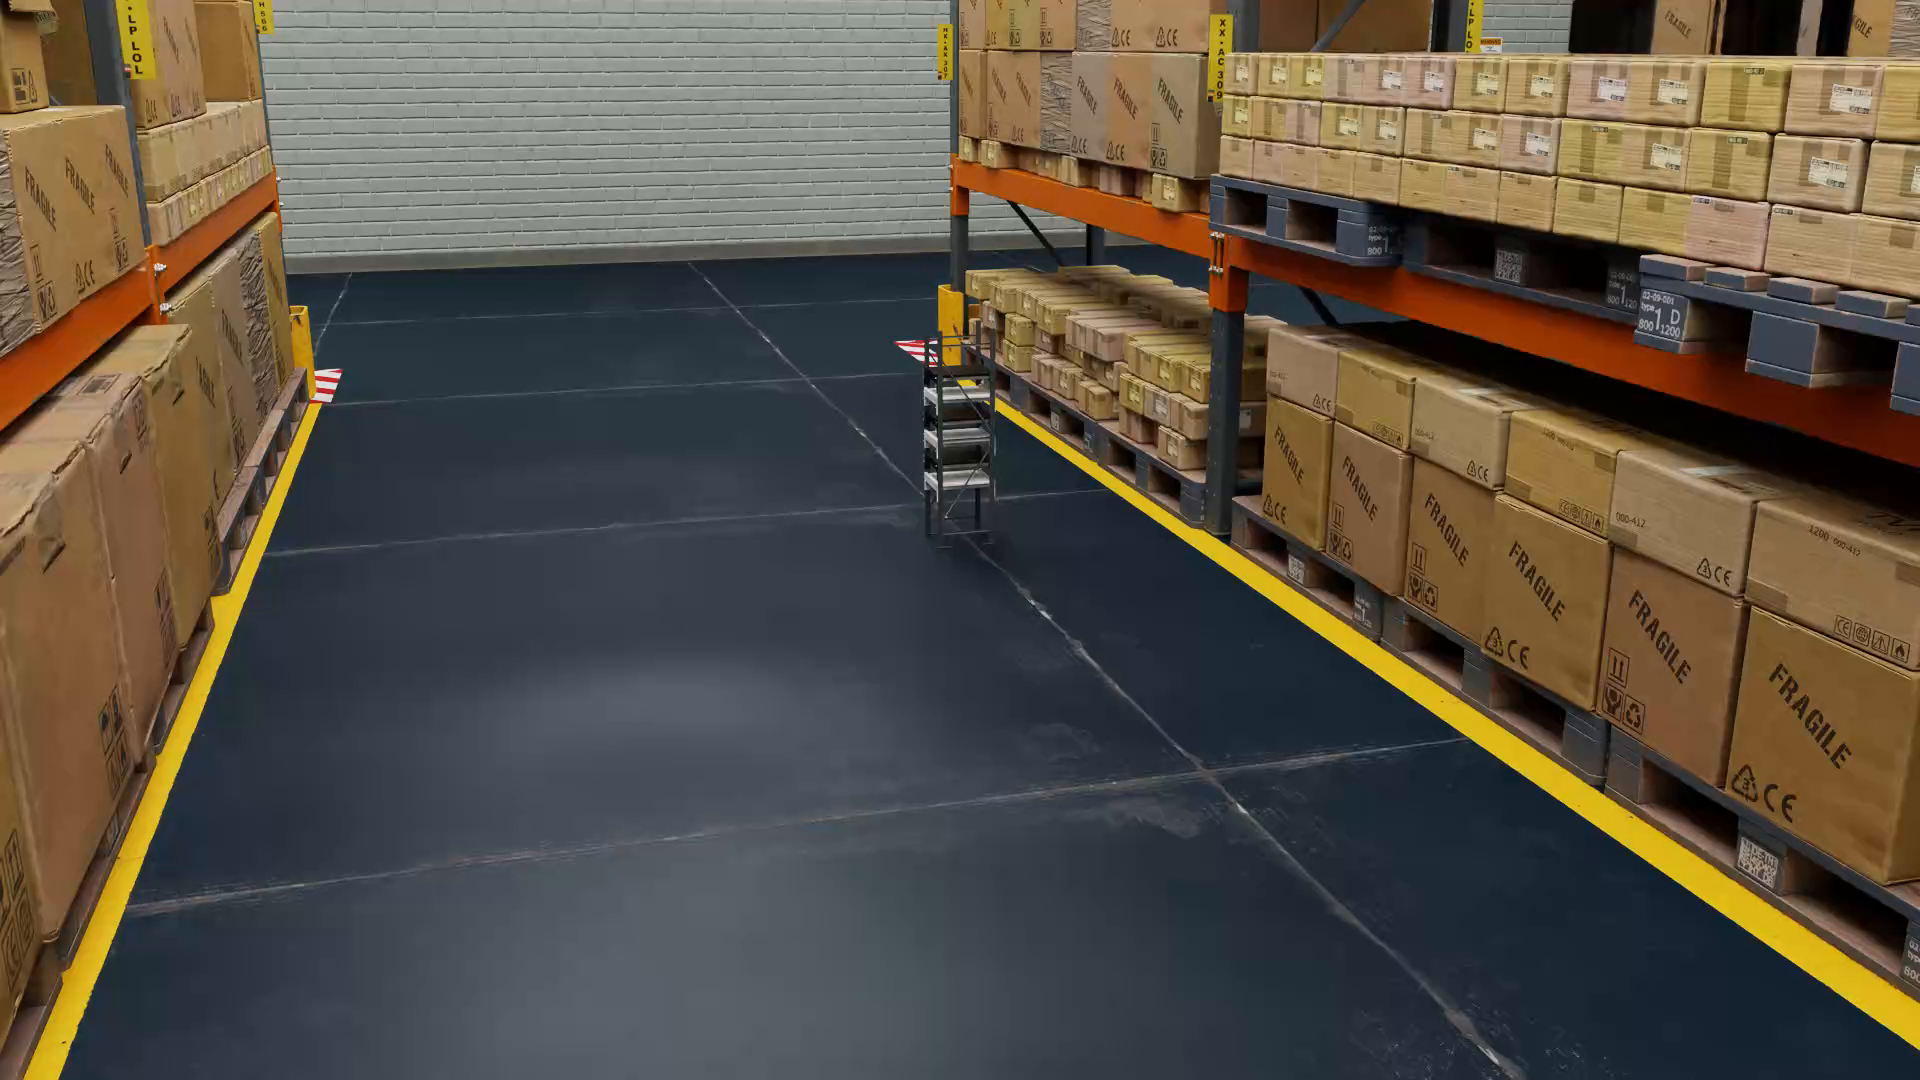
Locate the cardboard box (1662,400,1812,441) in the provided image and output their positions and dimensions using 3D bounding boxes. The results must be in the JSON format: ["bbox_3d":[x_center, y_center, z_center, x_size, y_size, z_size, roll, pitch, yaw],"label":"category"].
[{"bbox_3d":[2.413,-0.246,4.870,0.500,0.250,0.500,-5,17,-15],"label":"cardboard box"}]

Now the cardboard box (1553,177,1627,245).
[{"bbox_3d":[1.777,-0.860,4.306,0.380,0.149,0.250,-5,18,-18],"label":"cardboard box"}]

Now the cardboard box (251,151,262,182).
[{"bbox_3d":[-3.807,-1.909,8.531,0.380,0.149,0.250,-5,17,-15],"label":"cardboard box"}]

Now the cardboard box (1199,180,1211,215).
[{"bbox_3d":[1.230,-1.442,6.975,0.380,0.149,0.250,-5,17,-16],"label":"cardboard box"}]

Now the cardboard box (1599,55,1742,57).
[{"bbox_3d":[2.189,-1.411,5.109,0.380,0.149,0.250,-6,18,-18],"label":"cardboard box"}]

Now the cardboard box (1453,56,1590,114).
[{"bbox_3d":[1.634,-1.290,4.706,0.380,0.149,0.250,-4,17,-14],"label":"cardboard box"}]

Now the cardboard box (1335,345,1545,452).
[{"bbox_3d":[1.631,-0.492,5.689,0.500,0.250,0.500,-4,17,-14],"label":"cardboard box"}]

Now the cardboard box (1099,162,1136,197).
[{"bbox_3d":[0.888,-1.729,7.931,0.380,0.149,0.250,-5,18,-18],"label":"cardboard box"}]

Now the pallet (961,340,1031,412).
[{"bbox_3d":[0.645,-1.024,9.994,1.003,0.211,1.213,-5,17,-15],"label":"pallet"}]

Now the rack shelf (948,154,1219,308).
[{"bbox_3d":[0.984,-1.710,8.682,1.077,0.370,4.000,-5,17,-15],"label":"rack shelf"}]

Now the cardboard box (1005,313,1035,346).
[{"bbox_3d":[0.471,-1.201,9.443,0.380,0.149,0.250,-4,17,-14],"label":"cardboard box"}]

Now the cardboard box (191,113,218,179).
[{"bbox_3d":[-3.420,-1.640,6.940,0.500,0.250,0.500,-4,17,-14],"label":"cardboard box"}]

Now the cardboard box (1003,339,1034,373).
[{"bbox_3d":[0.461,-1.060,9.493,0.380,0.149,0.250,-4,17,-15],"label":"cardboard box"}]

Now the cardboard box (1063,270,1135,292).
[{"bbox_3d":[0.837,-1.528,10.017,0.380,0.149,0.250,-4,17,-14],"label":"cardboard box"}]

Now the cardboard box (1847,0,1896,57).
[{"bbox_3d":[5.460,-2.977,9.736,0.500,0.500,0.500,-5,17,-15],"label":"cardboard box"}]

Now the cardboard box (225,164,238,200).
[{"bbox_3d":[-3.528,-1.628,7.595,0.380,0.149,0.250,-4,17,-14],"label":"cardboard box"}]

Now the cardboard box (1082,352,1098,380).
[{"bbox_3d":[0.847,-0.910,8.477,0.380,0.149,0.250,-6,18,-18],"label":"cardboard box"}]

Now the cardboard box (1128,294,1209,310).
[{"bbox_3d":[1.134,-1.239,9.053,0.380,0.149,0.250,-5,18,-17],"label":"cardboard box"}]

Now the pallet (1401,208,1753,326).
[{"bbox_3d":[2.050,-0.848,4.893,1.003,0.211,1.213,-5,17,-15],"label":"pallet"}]

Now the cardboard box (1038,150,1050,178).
[{"bbox_3d":[0.635,-2.018,8.893,0.380,0.149,0.250,-5,17,-16],"label":"cardboard box"}]

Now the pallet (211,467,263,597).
[{"bbox_3d":[-3.397,-0.018,6.647,1.003,0.211,1.213,-5,17,-15],"label":"pallet"}]

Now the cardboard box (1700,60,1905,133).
[{"bbox_3d":[1.919,-1.002,3.748,0.380,0.149,0.250,-4,17,-14],"label":"cardboard box"}]

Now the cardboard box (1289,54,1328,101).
[{"bbox_3d":[1.350,-1.574,5.652,0.380,0.149,0.250,-5,17,-15],"label":"cardboard box"}]

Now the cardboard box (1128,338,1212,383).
[{"bbox_3d":[1.002,-0.836,7.713,0.380,0.149,0.250,-5,17,-16],"label":"cardboard box"}]

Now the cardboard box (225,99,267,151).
[{"bbox_3d":[-3.974,-2.201,8.810,0.500,0.250,0.500,-5,17,-16],"label":"cardboard box"}]

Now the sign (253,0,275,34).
[{"bbox_3d":[-3.837,-2.951,9.137,0.100,0.325,0.005,-5,17,-15],"label":"sign"}]

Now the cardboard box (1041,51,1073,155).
[{"bbox_3d":[0.732,-2.229,8.469,0.500,0.500,0.500,-5,17,-17],"label":"cardboard box"}]

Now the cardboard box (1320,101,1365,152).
[{"bbox_3d":[1.416,-1.365,5.471,0.380,0.149,0.250,-5,18,-18],"label":"cardboard box"}]

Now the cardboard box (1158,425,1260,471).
[{"bbox_3d":[1.098,-0.419,7.358,0.380,0.149,0.250,-4,17,-15],"label":"cardboard box"}]

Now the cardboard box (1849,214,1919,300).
[{"bbox_3d":[2.055,-0.576,3.363,0.380,0.149,0.250,-4,17,-14],"label":"cardboard box"}]

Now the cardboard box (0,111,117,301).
[{"bbox_3d":[-2.743,-0.940,4.694,0.500,0.500,0.500,-4,17,-14],"label":"cardboard box"}]

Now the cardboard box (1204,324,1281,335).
[{"bbox_3d":[1.409,-0.951,8.096,0.380,0.149,0.250,-5,17,-17],"label":"cardboard box"}]

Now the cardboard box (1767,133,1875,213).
[{"bbox_3d":[1.984,-0.793,3.567,0.380,0.149,0.250,-4,17,-13],"label":"cardboard box"}]

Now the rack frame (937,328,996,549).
[{"bbox_3d":[0.026,-0.405,6.736,0.240,0.900,0.006,-5,17,-15],"label":"rack frame"}]

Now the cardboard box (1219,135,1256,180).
[{"bbox_3d":[1.200,-1.437,6.229,0.380,0.149,0.250,-6,18,-18],"label":"cardboard box"}]

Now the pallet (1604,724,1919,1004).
[{"bbox_3d":[2.420,0.724,4.175,1.003,0.211,1.213,-5,17,-15],"label":"pallet"}]

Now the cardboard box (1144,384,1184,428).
[{"bbox_3d":[1.055,-0.616,7.496,0.380,0.149,0.250,-6,18,-18],"label":"cardboard box"}]

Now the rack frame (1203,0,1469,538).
[{"bbox_3d":[1.534,-1.502,6.737,1.000,3.000,0.127,-5,17,-15],"label":"rack frame"}]

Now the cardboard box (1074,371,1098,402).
[{"bbox_3d":[0.807,-0.783,8.569,0.380,0.149,0.250,-4,17,-14],"label":"cardboard box"}]

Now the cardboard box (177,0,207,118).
[{"bbox_3d":[-3.424,-2.000,6.837,0.500,0.500,0.500,-5,18,-17],"label":"cardboard box"}]

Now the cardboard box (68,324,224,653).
[{"bbox_3d":[-3.068,-0.146,5.186,1.225,0.875,0.875,-5,17,-15],"label":"cardboard box"}]

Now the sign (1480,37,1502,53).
[{"bbox_3d":[5.544,-5.159,17.479,0.339,0.242,0.001,-5,17,-15],"label":"sign"}]

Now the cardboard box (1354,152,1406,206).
[{"bbox_3d":[1.485,-1.152,5.278,0.380,0.149,0.250,-5,18,-18],"label":"cardboard box"}]

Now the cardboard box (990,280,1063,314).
[{"bbox_3d":[0.389,-1.410,9.625,0.380,0.149,0.250,-5,17,-15],"label":"cardboard box"}]

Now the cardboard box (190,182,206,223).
[{"bbox_3d":[-3.244,-1.343,6.647,0.380,0.149,0.250,-5,17,-17],"label":"cardboard box"}]

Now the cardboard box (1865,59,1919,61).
[{"bbox_3d":[2.480,-1.120,4.138,0.380,0.149,0.250,-5,18,-18],"label":"cardboard box"}]

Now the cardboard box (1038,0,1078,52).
[{"bbox_3d":[0.712,-2.707,8.320,0.500,0.500,0.500,-5,18,-17],"label":"cardboard box"}]

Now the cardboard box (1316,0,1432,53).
[{"bbox_3d":[1.644,-2.315,7.016,0.500,0.500,0.500,-4,17,-14],"label":"cardboard box"}]

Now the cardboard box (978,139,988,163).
[{"bbox_3d":[0.318,-2.305,9.849,0.380,0.149,0.250,-4,17,-13],"label":"cardboard box"}]

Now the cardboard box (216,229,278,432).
[{"bbox_3d":[-3.859,-1.005,8.047,0.875,0.875,0.875,-5,17,-15],"label":"cardboard box"}]

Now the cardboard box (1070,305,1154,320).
[{"bbox_3d":[0.794,-1.133,8.700,0.380,0.149,0.250,-5,17,-15],"label":"cardboard box"}]

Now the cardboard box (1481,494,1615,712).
[{"bbox_3d":[1.901,0.151,4.852,0.500,0.500,0.500,-6,18,-18],"label":"cardboard box"}]

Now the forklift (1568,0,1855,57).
[{"bbox_3d":[3.127,-1.417,6.574,1.130,2.935,3.031,-4,17,-14],"label":"forklift"}]

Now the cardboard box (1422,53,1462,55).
[{"bbox_3d":[1.906,-1.698,6.062,0.380,0.149,0.250,-5,17,-17],"label":"cardboard box"}]

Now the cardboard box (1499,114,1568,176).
[{"bbox_3d":[1.703,-1.076,4.509,0.380,0.149,0.250,-4,17,-14],"label":"cardboard box"}]

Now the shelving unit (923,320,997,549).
[{"bbox_3d":[-0.002,-0.433,6.830,0.258,0.900,0.210,-5,17,-15],"label":"shelving unit"}]

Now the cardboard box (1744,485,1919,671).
[{"bbox_3d":[2.193,0.073,3.806,0.500,0.250,0.500,-5,17,-17],"label":"cardboard box"}]

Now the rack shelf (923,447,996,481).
[{"bbox_3d":[-0.002,-0.315,6.866,0.258,0.077,0.200,-5,17,-15],"label":"rack shelf"}]
